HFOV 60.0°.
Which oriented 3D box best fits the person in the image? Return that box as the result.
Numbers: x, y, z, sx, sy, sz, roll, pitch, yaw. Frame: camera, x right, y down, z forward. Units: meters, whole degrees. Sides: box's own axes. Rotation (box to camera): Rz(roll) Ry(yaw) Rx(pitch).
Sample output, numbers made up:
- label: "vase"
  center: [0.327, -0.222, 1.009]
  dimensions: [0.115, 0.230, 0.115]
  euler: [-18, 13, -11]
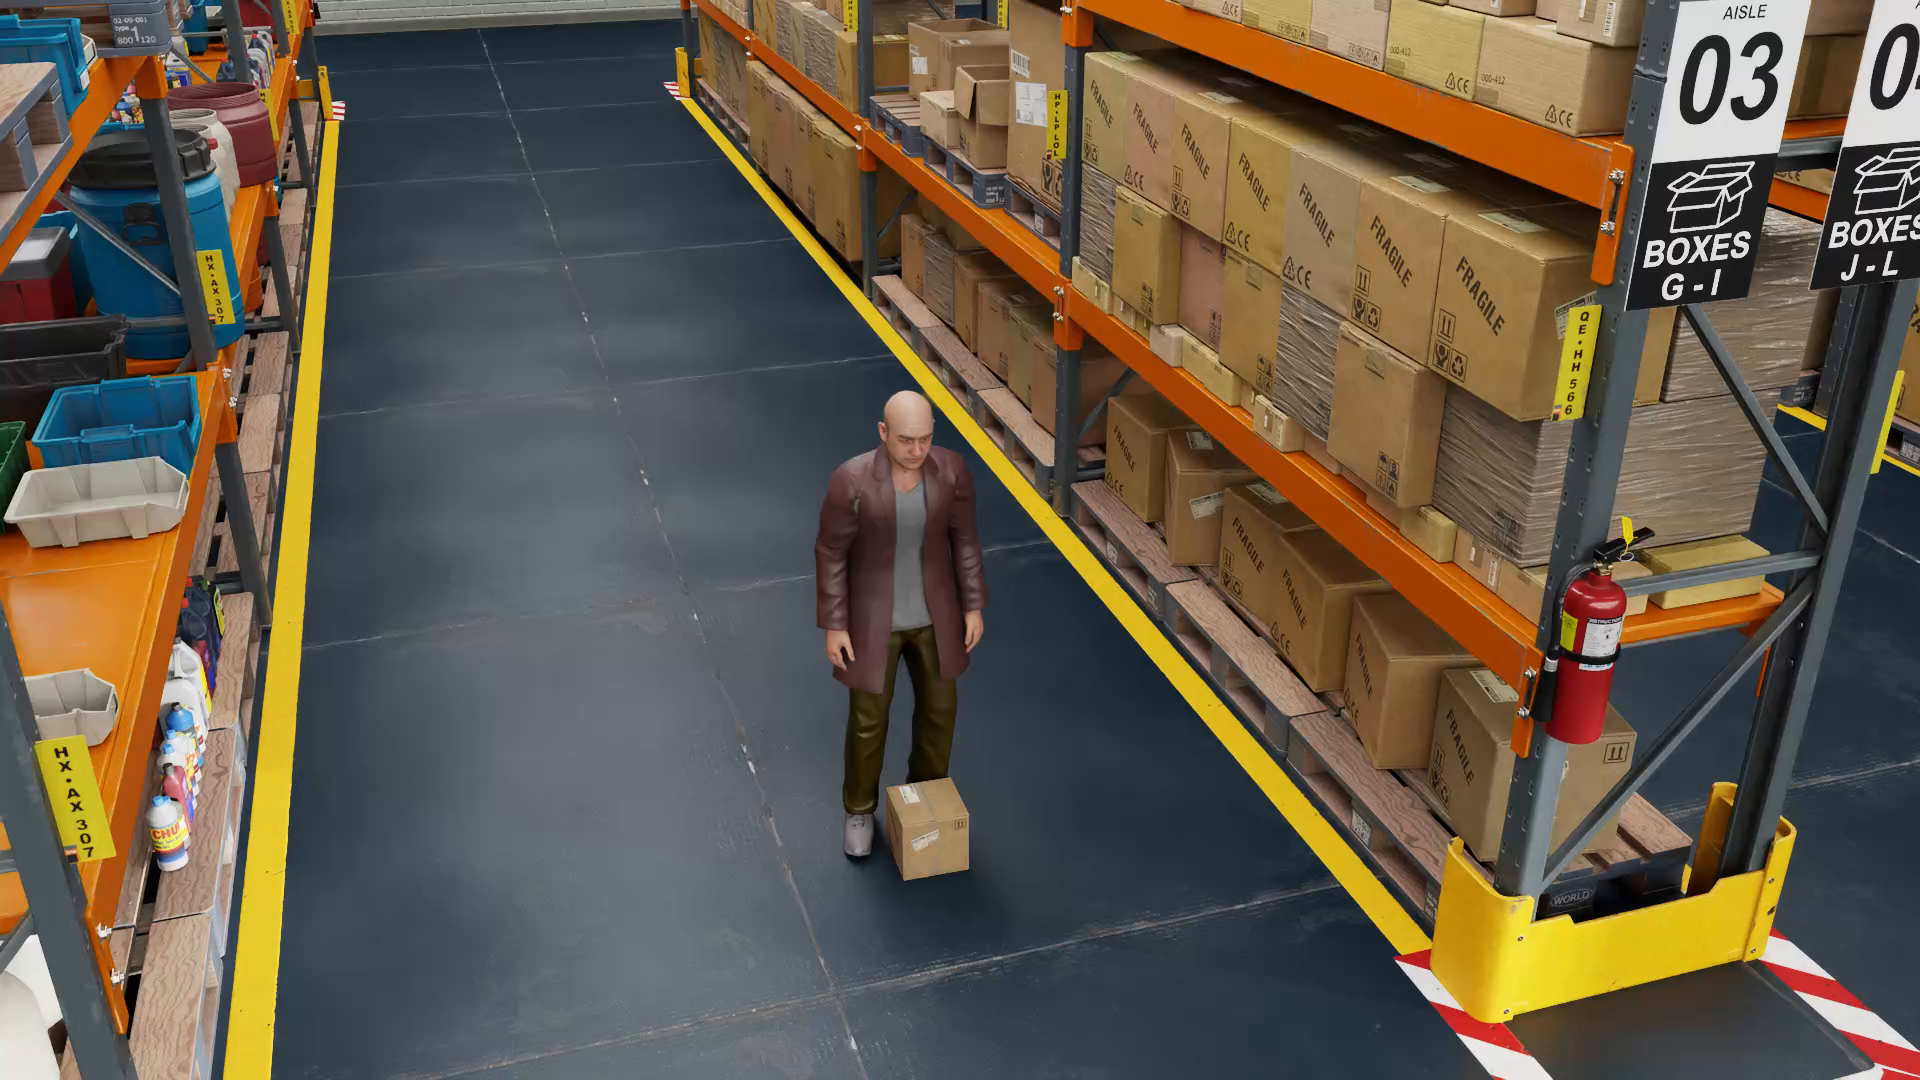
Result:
- label: "person"
  center: [-0.207, 0.285, 6.046]
  dimensions: [0.644, 1.774, 0.424]
  euler: [-8, 27, -16]
